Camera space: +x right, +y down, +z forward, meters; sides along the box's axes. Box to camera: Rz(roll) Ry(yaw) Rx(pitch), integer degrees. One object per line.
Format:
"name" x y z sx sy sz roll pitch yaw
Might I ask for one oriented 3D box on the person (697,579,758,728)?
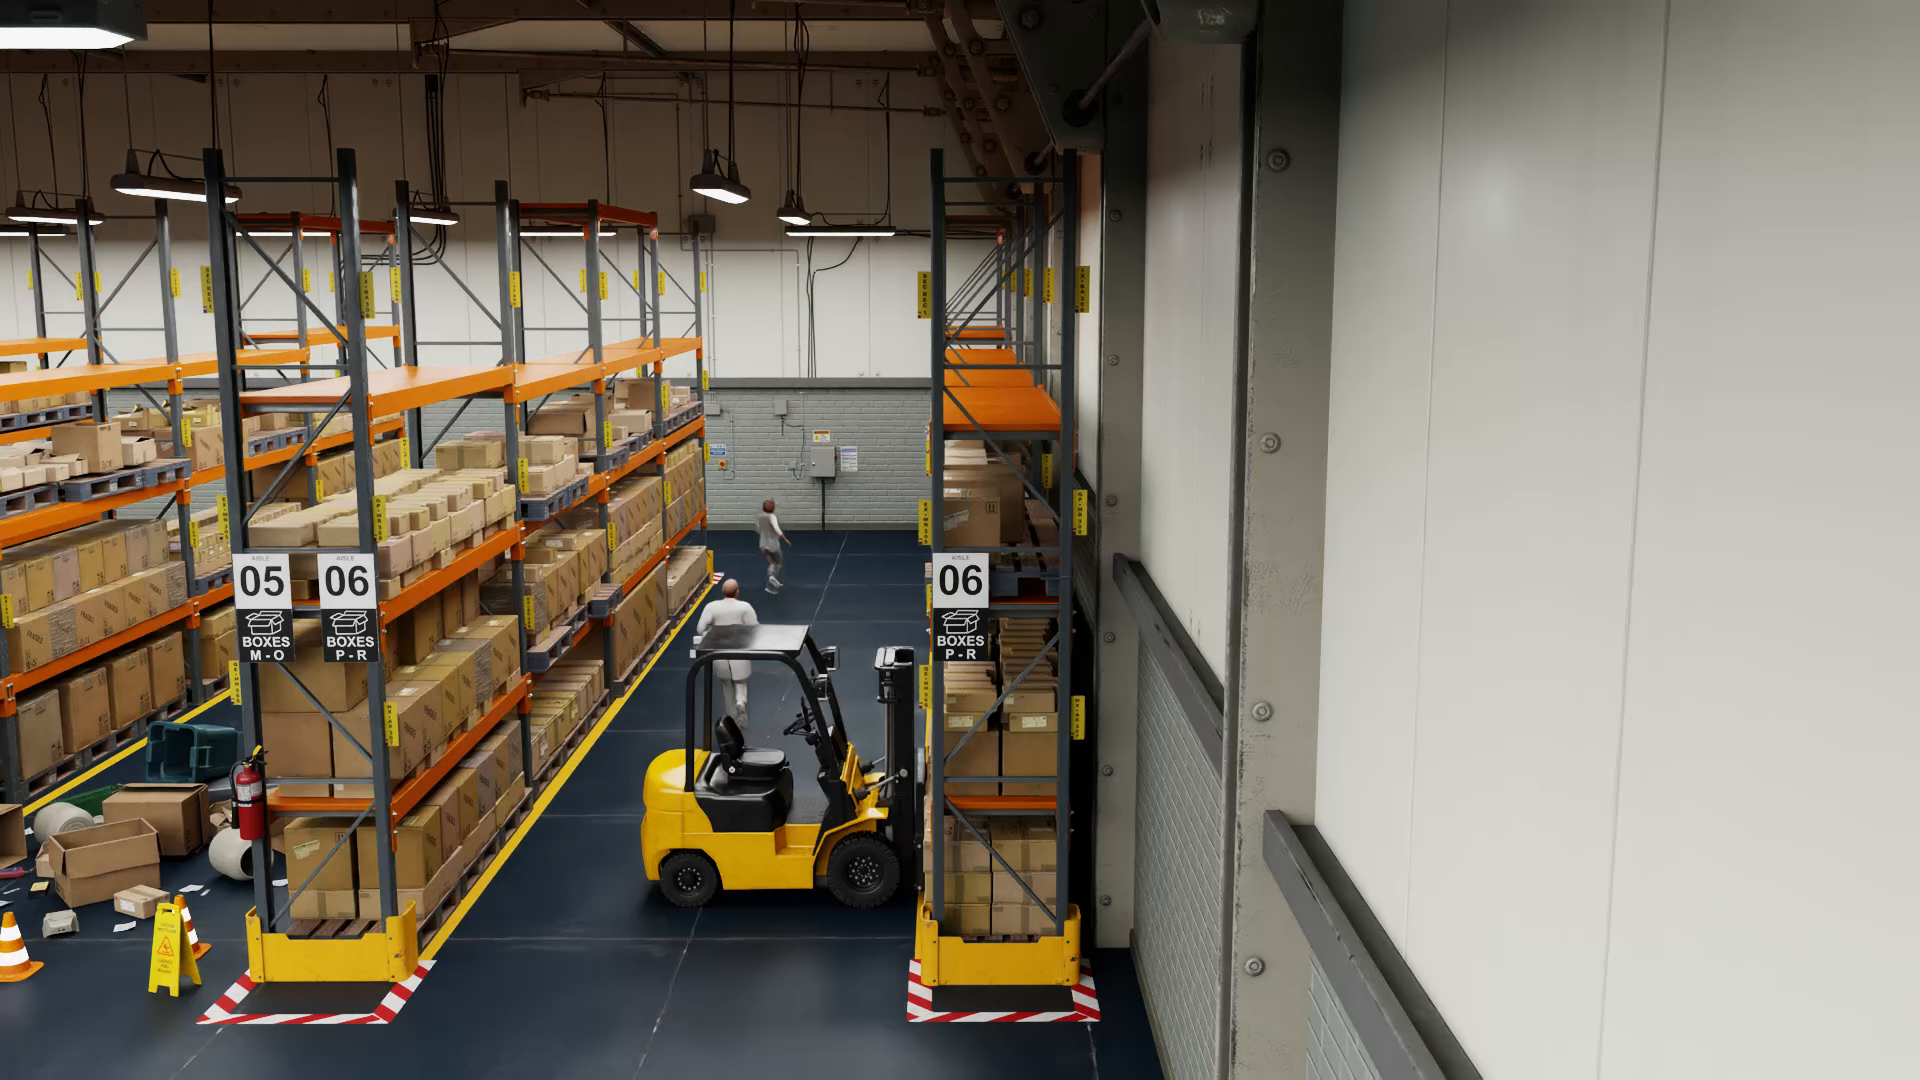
"person" -2.609 1.321 18.809 0.711 1.756 0.727 0 9 1

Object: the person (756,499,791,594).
"person" -3.030 0.126 26.590 0.646 1.529 0.585 4 10 24
